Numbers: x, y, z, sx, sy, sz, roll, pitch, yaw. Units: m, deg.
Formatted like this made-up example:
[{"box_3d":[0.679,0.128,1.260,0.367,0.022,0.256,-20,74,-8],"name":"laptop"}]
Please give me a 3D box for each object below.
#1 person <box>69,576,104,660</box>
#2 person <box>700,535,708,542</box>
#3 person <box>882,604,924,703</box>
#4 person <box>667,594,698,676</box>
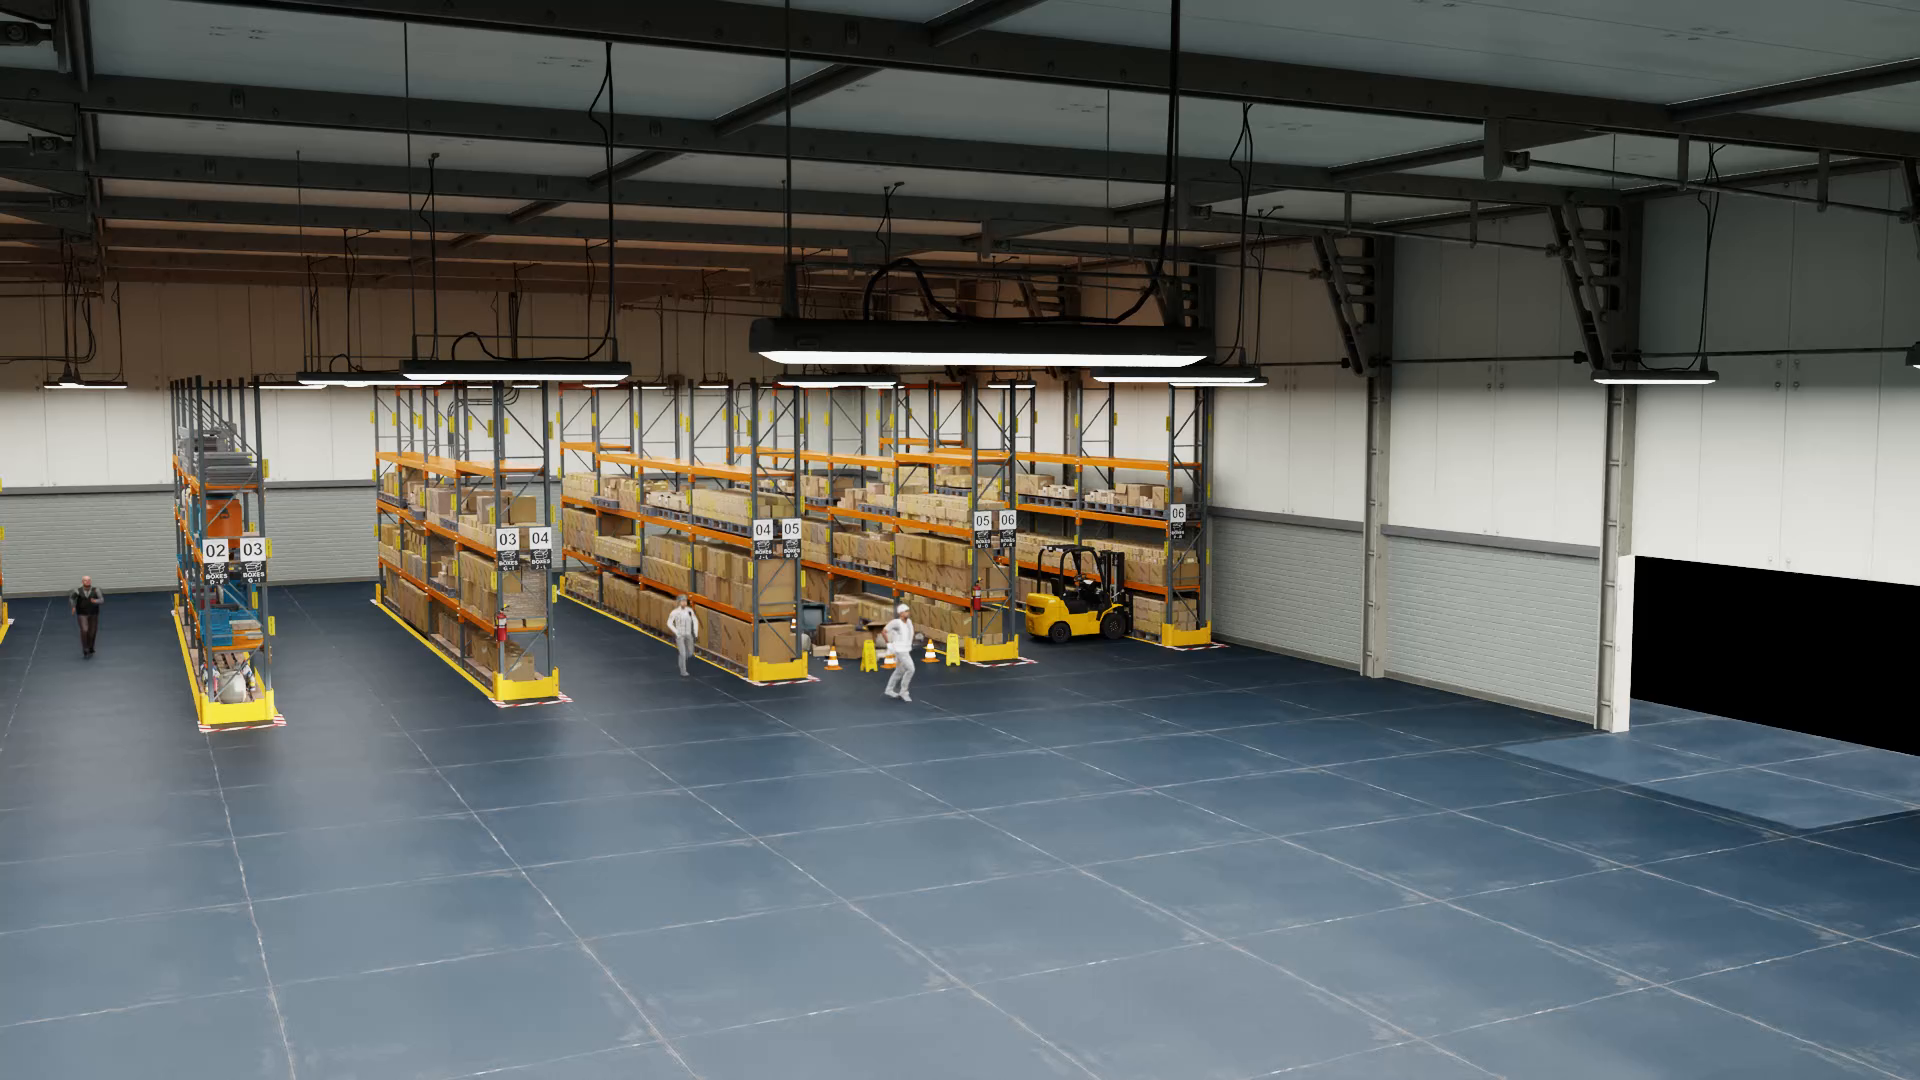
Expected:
[{"box_3d":[-18.851,1.660,35.942,0.633,1.771,0.825,-4,6,-38],"name":"person"},{"box_3d":[-7.731,0.462,50.624,0.761,1.580,0.582,-1,5,-16],"name":"person"},{"box_3d":[-1.057,2.095,30.898,0.777,1.823,0.663,2,5,21],"name":"person"},{"box_3d":[-5.604,1.905,33.639,0.667,1.643,0.545,-3,6,-30],"name":"person"}]
